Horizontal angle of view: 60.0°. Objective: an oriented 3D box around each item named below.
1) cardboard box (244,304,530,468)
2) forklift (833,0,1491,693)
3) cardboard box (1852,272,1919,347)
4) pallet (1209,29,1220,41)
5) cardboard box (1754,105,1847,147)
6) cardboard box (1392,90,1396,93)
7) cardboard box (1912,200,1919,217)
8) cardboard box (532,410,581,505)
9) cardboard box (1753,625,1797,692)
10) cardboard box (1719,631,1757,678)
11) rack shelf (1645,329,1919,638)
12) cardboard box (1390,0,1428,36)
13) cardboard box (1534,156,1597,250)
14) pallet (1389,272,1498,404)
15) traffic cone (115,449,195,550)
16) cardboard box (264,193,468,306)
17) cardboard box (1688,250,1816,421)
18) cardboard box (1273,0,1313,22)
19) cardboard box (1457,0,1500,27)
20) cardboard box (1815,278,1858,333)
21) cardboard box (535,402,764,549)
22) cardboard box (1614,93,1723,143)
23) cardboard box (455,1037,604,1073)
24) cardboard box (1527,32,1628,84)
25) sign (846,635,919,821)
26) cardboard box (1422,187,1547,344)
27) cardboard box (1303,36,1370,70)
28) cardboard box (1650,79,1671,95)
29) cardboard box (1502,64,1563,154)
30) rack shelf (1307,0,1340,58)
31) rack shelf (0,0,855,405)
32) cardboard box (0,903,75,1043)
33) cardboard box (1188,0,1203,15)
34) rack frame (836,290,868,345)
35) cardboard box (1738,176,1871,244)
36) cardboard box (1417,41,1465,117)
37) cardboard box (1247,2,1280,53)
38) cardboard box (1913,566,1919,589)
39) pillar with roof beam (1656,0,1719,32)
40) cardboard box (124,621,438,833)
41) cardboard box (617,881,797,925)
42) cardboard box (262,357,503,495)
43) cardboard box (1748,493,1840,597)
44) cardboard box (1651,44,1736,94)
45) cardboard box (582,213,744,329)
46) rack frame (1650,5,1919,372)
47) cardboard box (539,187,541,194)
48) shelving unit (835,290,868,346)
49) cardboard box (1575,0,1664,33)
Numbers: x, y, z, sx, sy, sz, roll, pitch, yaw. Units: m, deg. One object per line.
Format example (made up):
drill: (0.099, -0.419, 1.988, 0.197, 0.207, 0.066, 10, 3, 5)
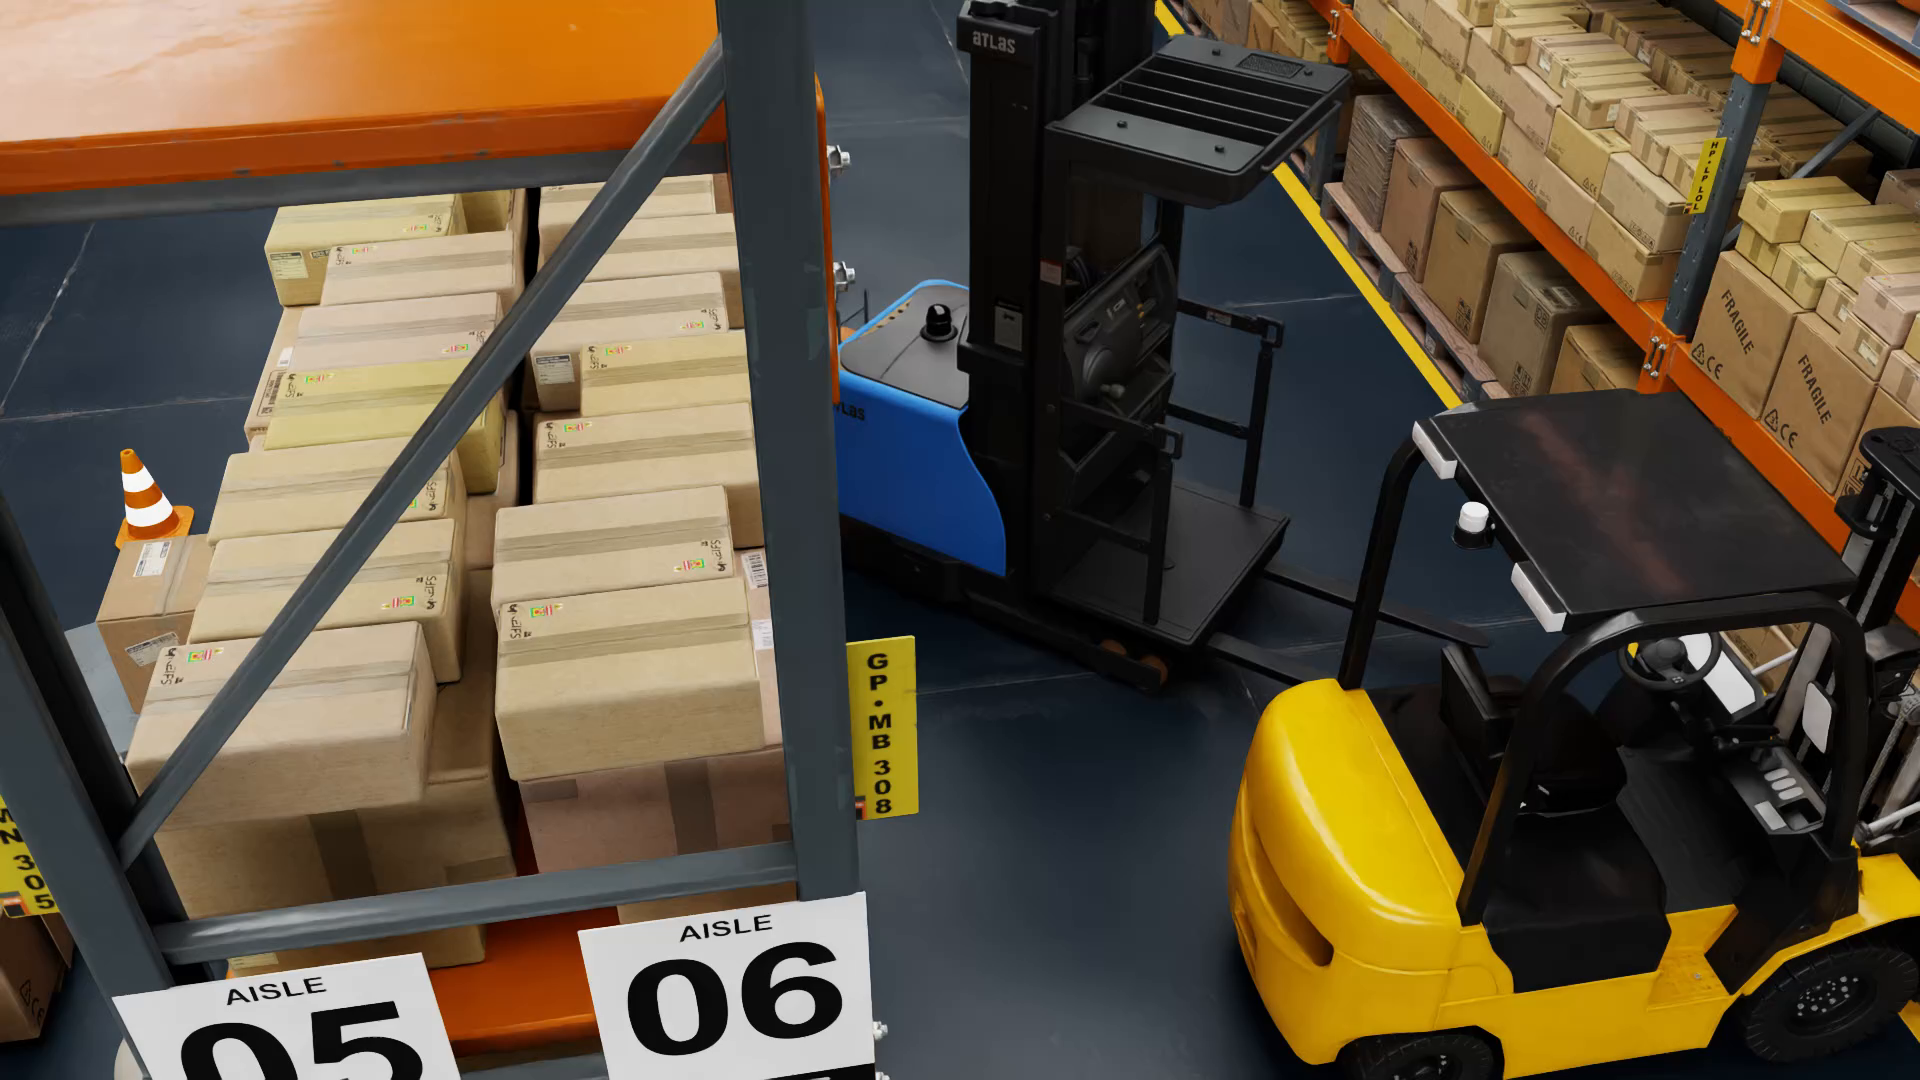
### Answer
cardboard box: (-1.179, -0.295, 3.519, 0.500, 0.250, 0.500, -5, 38, -7)
forklift: (0.851, -0.865, 6.874, 3.031, 2.935, 1.130, 21, 42, 25)
cardboard box: (3.440, -0.828, 5.918, 0.380, 0.149, 0.250, -5, 38, -7)
pallet: (2.538, -3.612, 12.628, 1.003, 0.211, 1.213, -6, 38, -8)
cardboard box: (3.698, -1.806, 7.419, 0.380, 0.149, 0.250, -7, 38, -9)
cardboard box: (3.044, -2.987, 11.245, 0.500, 0.500, 0.500, -5, 38, -6)
cardboard box: (3.900, -1.204, 6.402, 0.380, 0.149, 0.250, -7, 38, -9)
cardboard box: (-0.546, -0.036, 3.185, 0.500, 0.250, 0.500, -7, 38, -9)
cardboard box: (3.491, 0.550, 6.489, 0.500, 0.250, 0.500, -7, 38, -8)
cardboard box: (3.407, 0.446, 7.030, 0.500, 0.250, 0.500, -7, 38, -9)
rack shelf: (3.894, 0.385, 5.796, 1.077, 0.370, 4.000, -6, 38, -8)
cardboard box: (2.766, -3.065, 9.364, 0.500, 0.250, 0.500, -5, 38, -7)
cardboard box: (3.104, -1.627, 7.922, 0.500, 0.250, 0.500, -6, 38, -8)
pallet: (3.159, -1.185, 9.504, 1.003, 0.211, 1.213, -6, 38, -8)
traffic cone: (-3.974, -0.235, 8.076, 0.336, 0.463, 0.334, -6, 38, -8)
cardboard box: (-1.293, -0.651, 3.652, 0.380, 0.149, 0.250, -5, 38, -7)
cardboard box: (3.364, -0.851, 6.718, 0.500, 0.500, 0.500, -7, 38, -9)
cardboard box: (2.424, -3.719, 11.658, 0.380, 0.149, 0.250, -5, 38, -7)
cardboard box: (2.845, -2.816, 8.720, 0.380, 0.149, 0.250, -5, 38, -7)
cardboard box: (3.461, -0.872, 6.217, 0.380, 0.149, 0.250, -6, 38, -8)
cardboard box: (-0.546, -0.100, 2.944, 0.380, 0.149, 0.250, -6, 38, -8)
cardboard box: (3.211, -1.893, 7.531, 0.380, 0.149, 0.250, -6, 38, -8)
cardboard box: (-0.946, 1.008, 3.269, 0.700, 0.500, 0.500, -7, 38, -9)
cardboard box: (3.012, -2.354, 8.125, 0.380, 0.149, 0.250, -6, 38, -8)
sign: (-0.107, 0.257, 2.217, 0.100, 0.325, 0.005, -6, 38, -8)
cardboard box: (3.179, -1.573, 9.323, 0.875, 0.625, 0.625, -8, 39, -10)
cardboard box: (2.506, -3.229, 11.028, 0.380, 0.149, 0.250, -8, 39, -10)
cardboard box: (3.550, -2.195, 8.246, 0.500, 0.250, 0.500, -7, 38, -9)
cardboard box: (3.025, -2.134, 8.166, 0.500, 0.250, 0.500, -6, 38, -7)
rack shelf: (2.492, -4.447, 12.016, 1.077, 0.370, 4.000, -6, 38, -8)
rack shelf: (-0.992, -1.447, 3.266, 1.077, 0.370, 4.000, -6, 38, -8)
cardboard box: (-3.614, 1.424, 5.796, 0.797, 0.637, 0.503, -6, 38, -8)
cardboard box: (2.107, -4.481, 13.168, 0.500, 0.500, 0.500, -7, 38, -9)
rack frame: (-0.495, -0.621, 7.971, 0.006, 1.200, 0.240, 21, 42, 25)
cardboard box: (3.307, -1.296, 6.520, 0.380, 0.149, 0.250, -5, 38, -7)
cardboard box: (2.860, -2.555, 9.116, 0.500, 0.250, 0.500, -7, 38, -9)
cardboard box: (2.385, -3.554, 11.974, 0.500, 0.500, 0.500, -5, 38, -6)
cardboard box: (3.629, 0.074, 5.528, 0.500, 0.500, 0.500, -6, 38, -8)
pillar with roof beam: (-0.280, -4.739, 6.915, 9.100, 9.000, 0.400, -6, 38, -8)
cardboard box: (-0.991, 0.272, 2.465, 0.380, 0.149, 0.250, -6, 38, -8)
cardboard box: (-0.380, 0.524, 2.790, 0.380, 0.149, 0.250, -6, 38, -8)
cardboard box: (-1.055, -0.199, 3.071, 0.380, 0.149, 0.250, -6, 38, -8)
cardboard box: (3.399, 0.054, 6.720, 0.500, 0.250, 0.500, -6, 38, -8)
cardboard box: (3.571, -2.262, 8.006, 0.380, 0.149, 0.250, -6, 38, -8)
cardboard box: (-0.619, -0.566, 3.543, 0.380, 0.149, 0.250, -5, 38, -7)
rack frame: (3.544, -1.107, 7.130, 1.000, 3.000, 0.127, -6, 38, -8)
cardboard box: (-0.835, -0.962, 4.378, 0.500, 0.250, 0.500, -7, 38, -9)
shelving unit: (-0.572, -0.650, 8.009, 0.189, 1.200, 0.258, 21, 42, 25)
cardboard box: (3.387, -2.719, 8.595, 0.380, 0.149, 0.250, -5, 38, -7)
